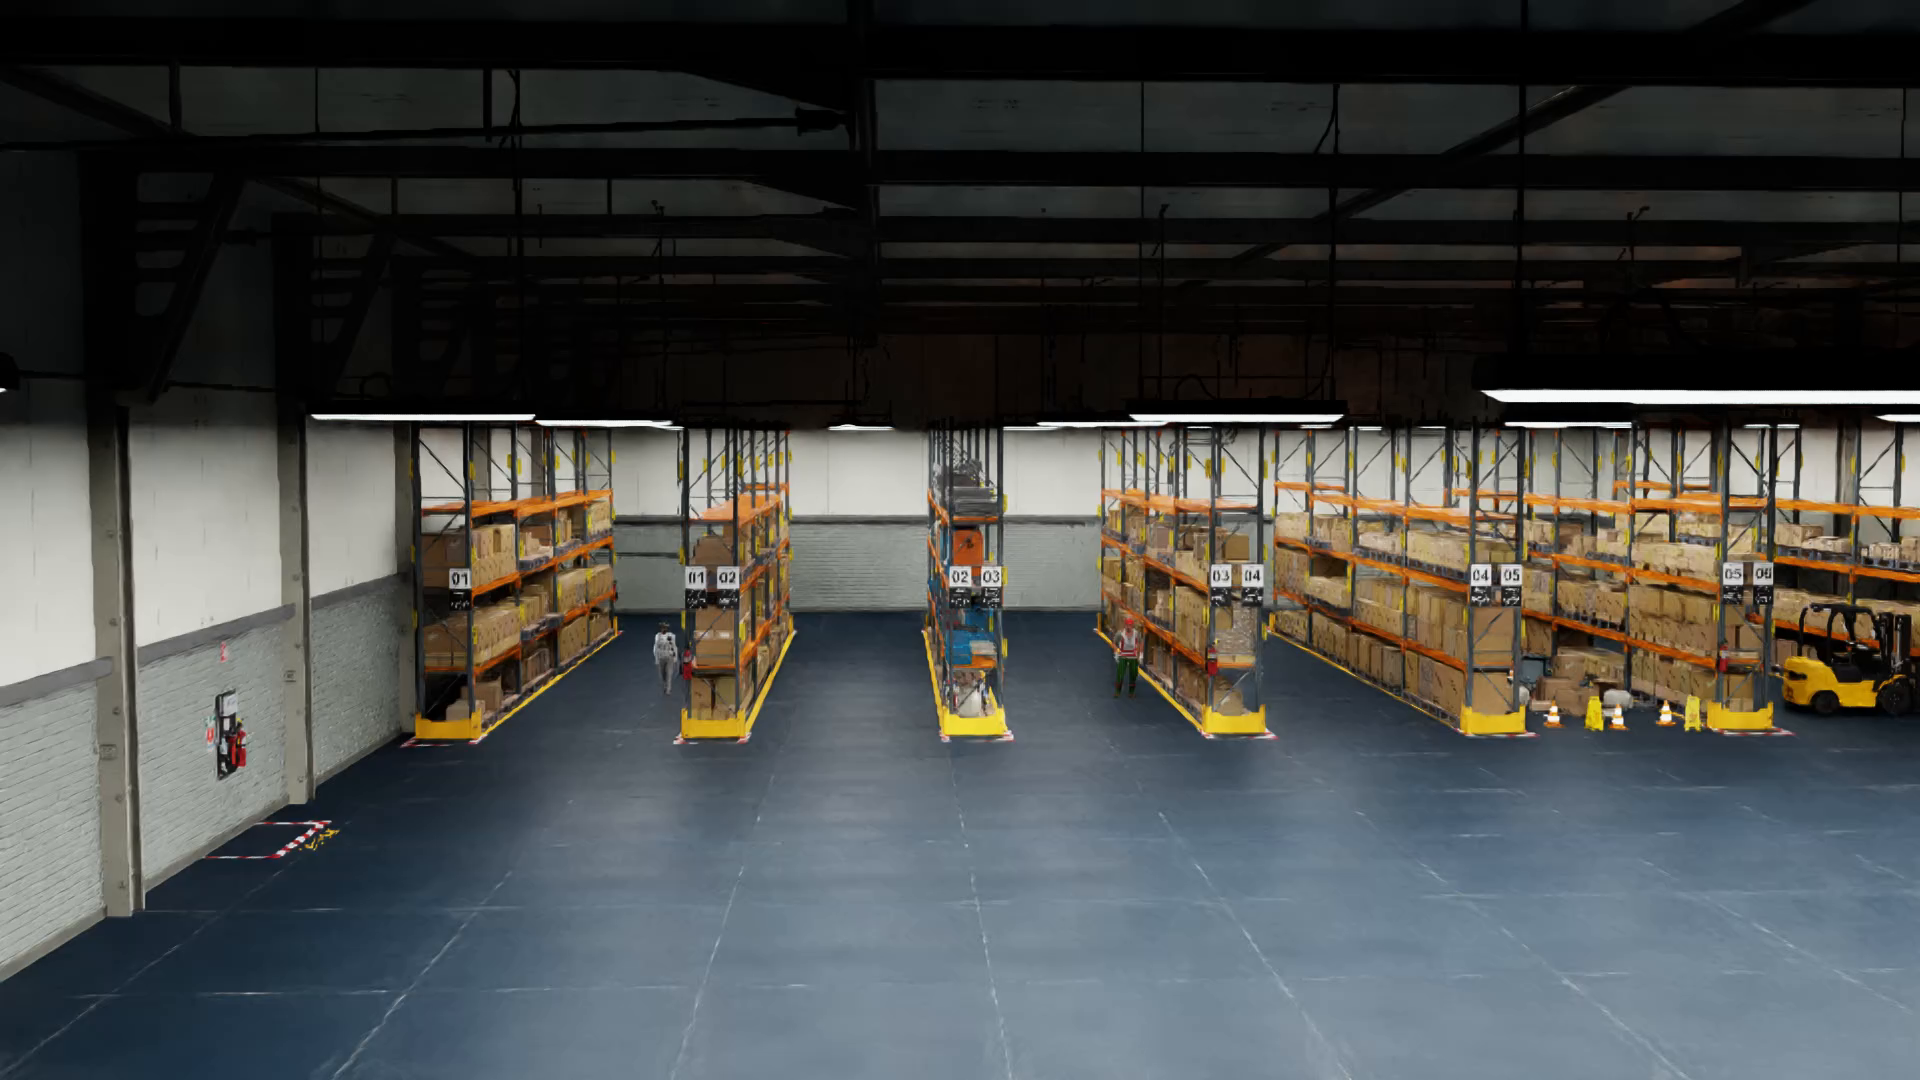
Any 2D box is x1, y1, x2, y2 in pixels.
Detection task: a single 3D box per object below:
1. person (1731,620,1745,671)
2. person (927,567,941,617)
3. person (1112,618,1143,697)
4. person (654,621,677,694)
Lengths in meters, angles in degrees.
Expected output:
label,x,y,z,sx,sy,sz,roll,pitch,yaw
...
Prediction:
label,x,y,z,sx,sy,sz,roll,pitch,yaw
person,16.557,2.508,35.488,0.499,1.774,0.576,2,4,29
person,-0.673,1.664,48.589,0.563,1.752,0.733,2,4,32
person,3.616,2.525,35.813,0.677,1.741,0.552,0,4,-3
person,-6.439,2.541,36.289,0.495,1.589,1.067,0,4,0
